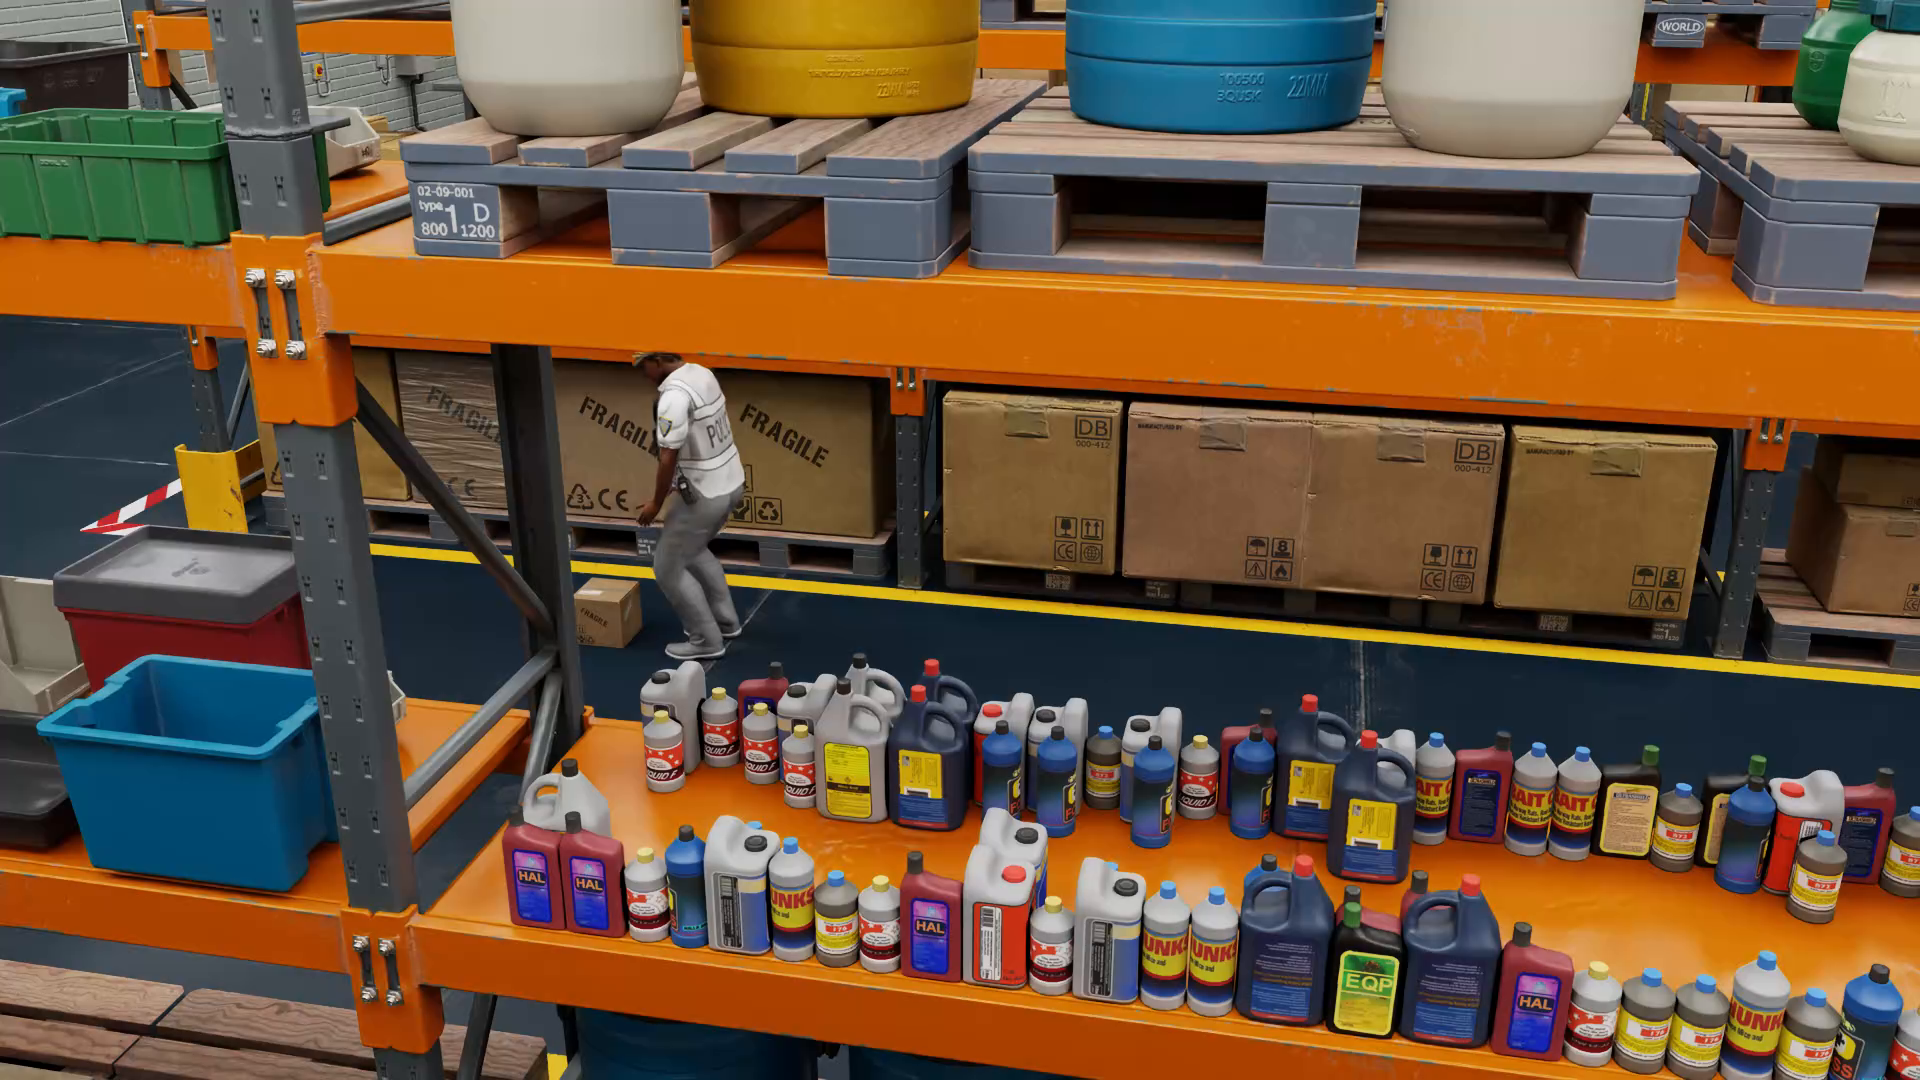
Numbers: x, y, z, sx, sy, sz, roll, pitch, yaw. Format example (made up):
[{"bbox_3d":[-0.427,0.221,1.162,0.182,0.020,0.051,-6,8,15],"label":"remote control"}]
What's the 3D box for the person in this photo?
[{"bbox_3d":[-1.373,0.070,7.889,0.861,0.948,0.481,4,22,11],"label":"person"}]
